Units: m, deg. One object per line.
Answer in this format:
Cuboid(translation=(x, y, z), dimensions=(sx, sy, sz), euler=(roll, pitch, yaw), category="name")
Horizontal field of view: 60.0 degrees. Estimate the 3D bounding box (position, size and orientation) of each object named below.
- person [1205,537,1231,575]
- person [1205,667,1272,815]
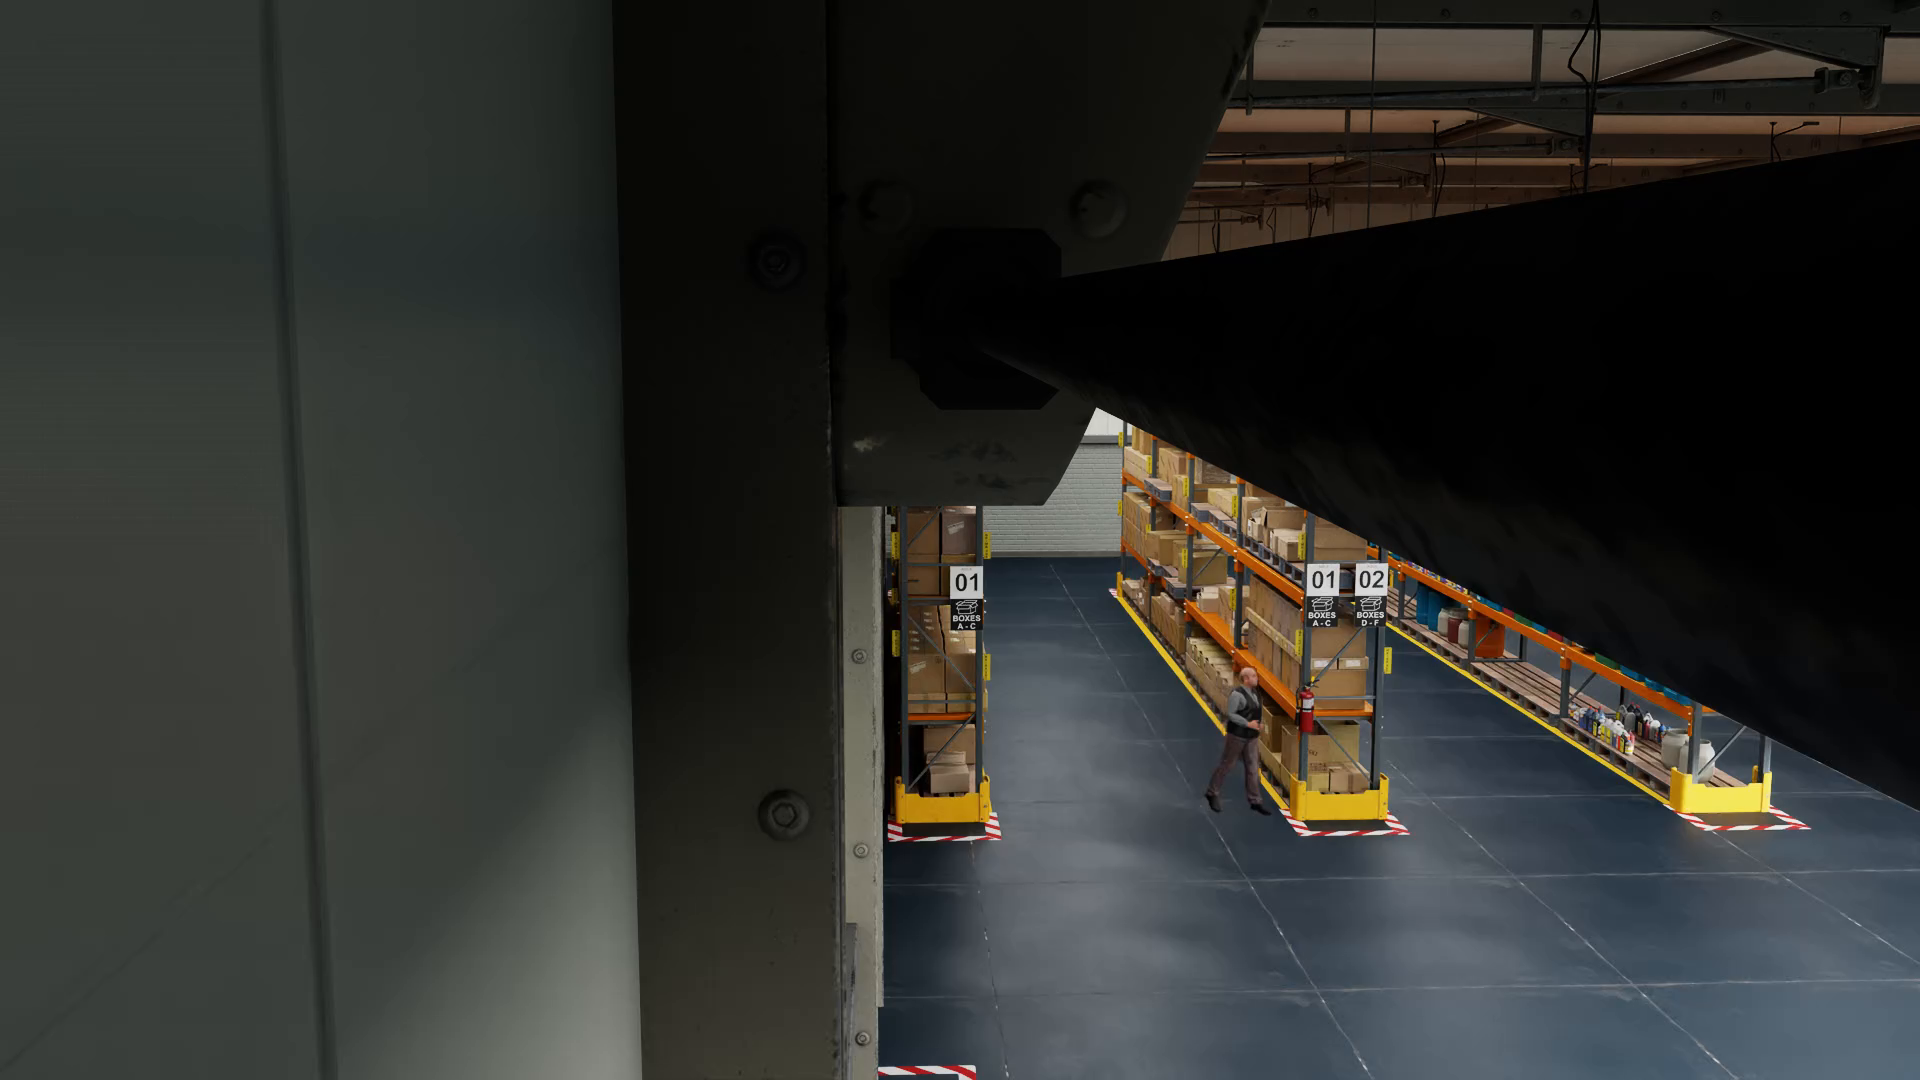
Cuboid(translation=(5.694, 0.421, 36.504), dimensions=(0.700, 1.591, 0.561), euler=(-5, 10, -34), category="person")
Cuboid(translation=(3.422, 2.403, 19.999), dimensions=(0.846, 1.777, 0.716), euler=(6, 10, 36), category="person")
